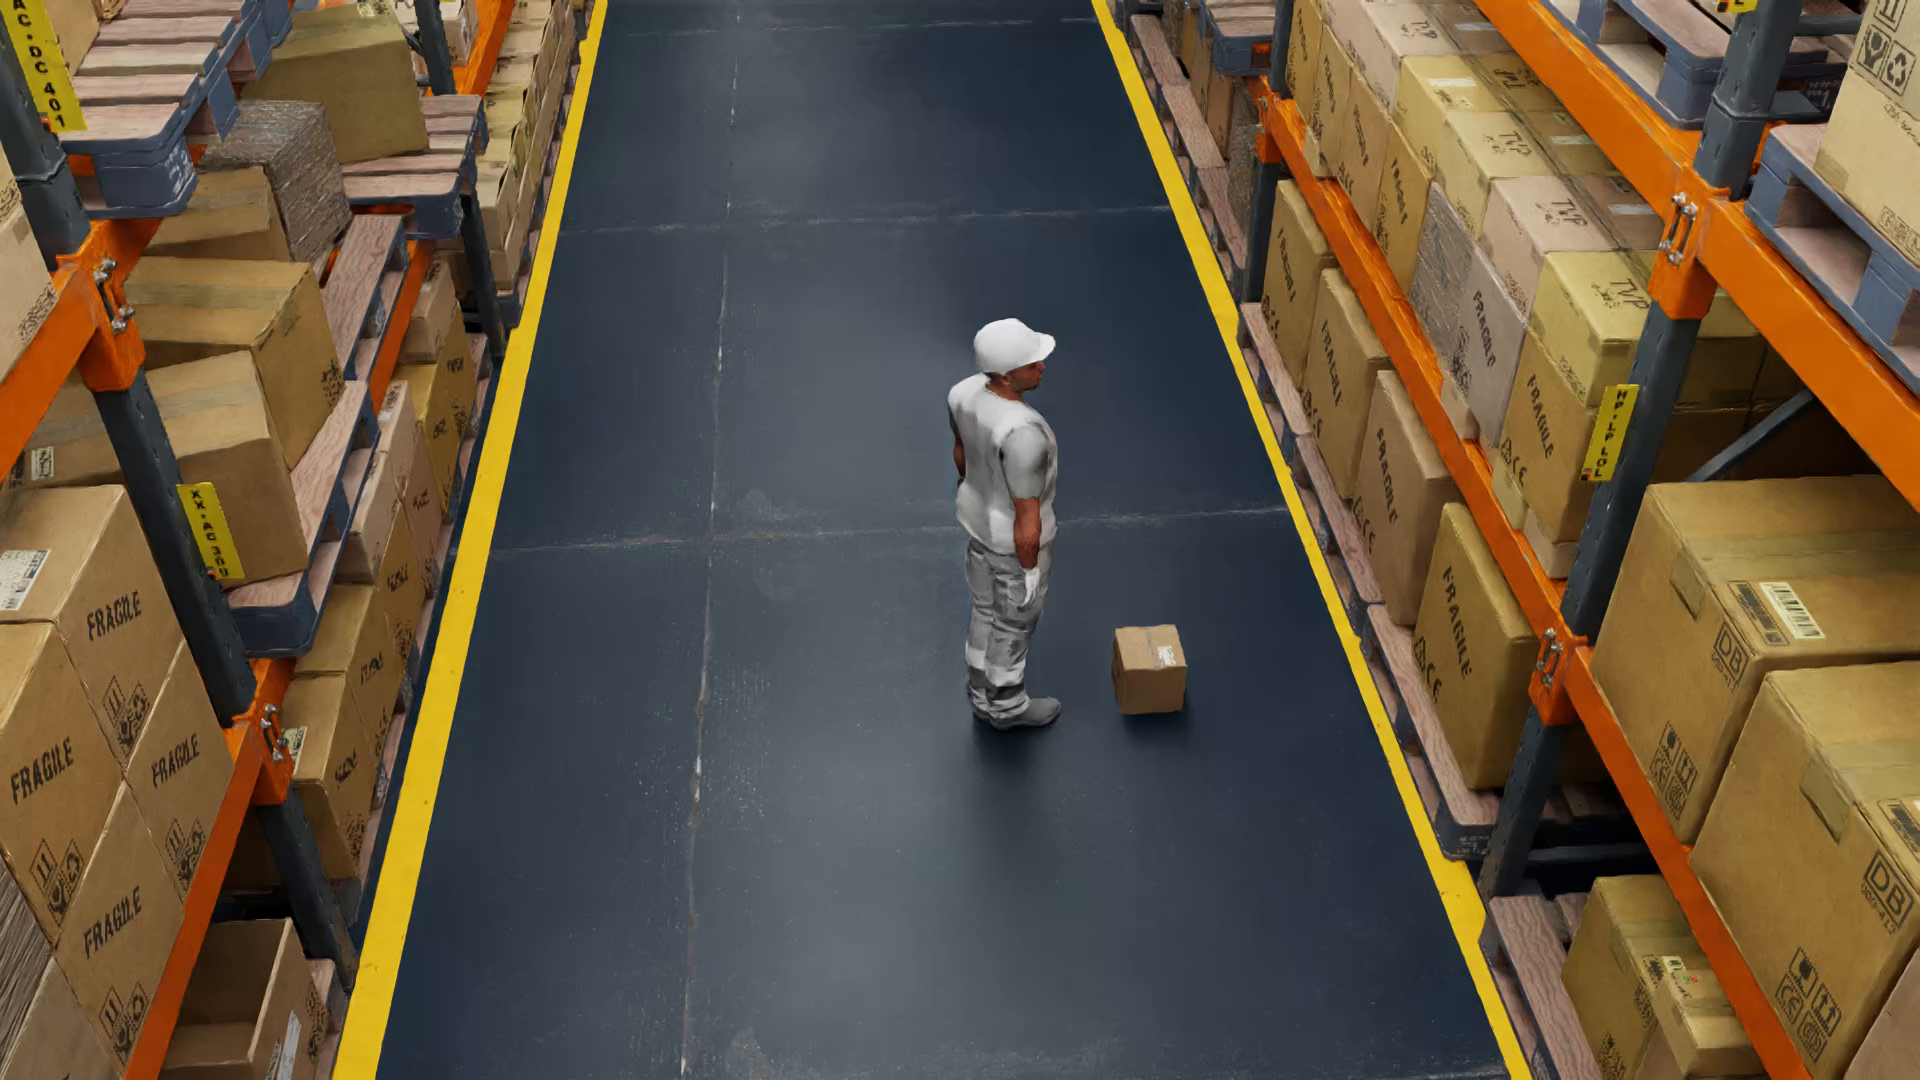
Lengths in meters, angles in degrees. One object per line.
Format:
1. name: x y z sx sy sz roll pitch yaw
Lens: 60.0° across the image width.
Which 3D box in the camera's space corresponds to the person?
1. person: 0.159 -0.067 6.186 0.335 1.793 0.711 -22 44 -25
